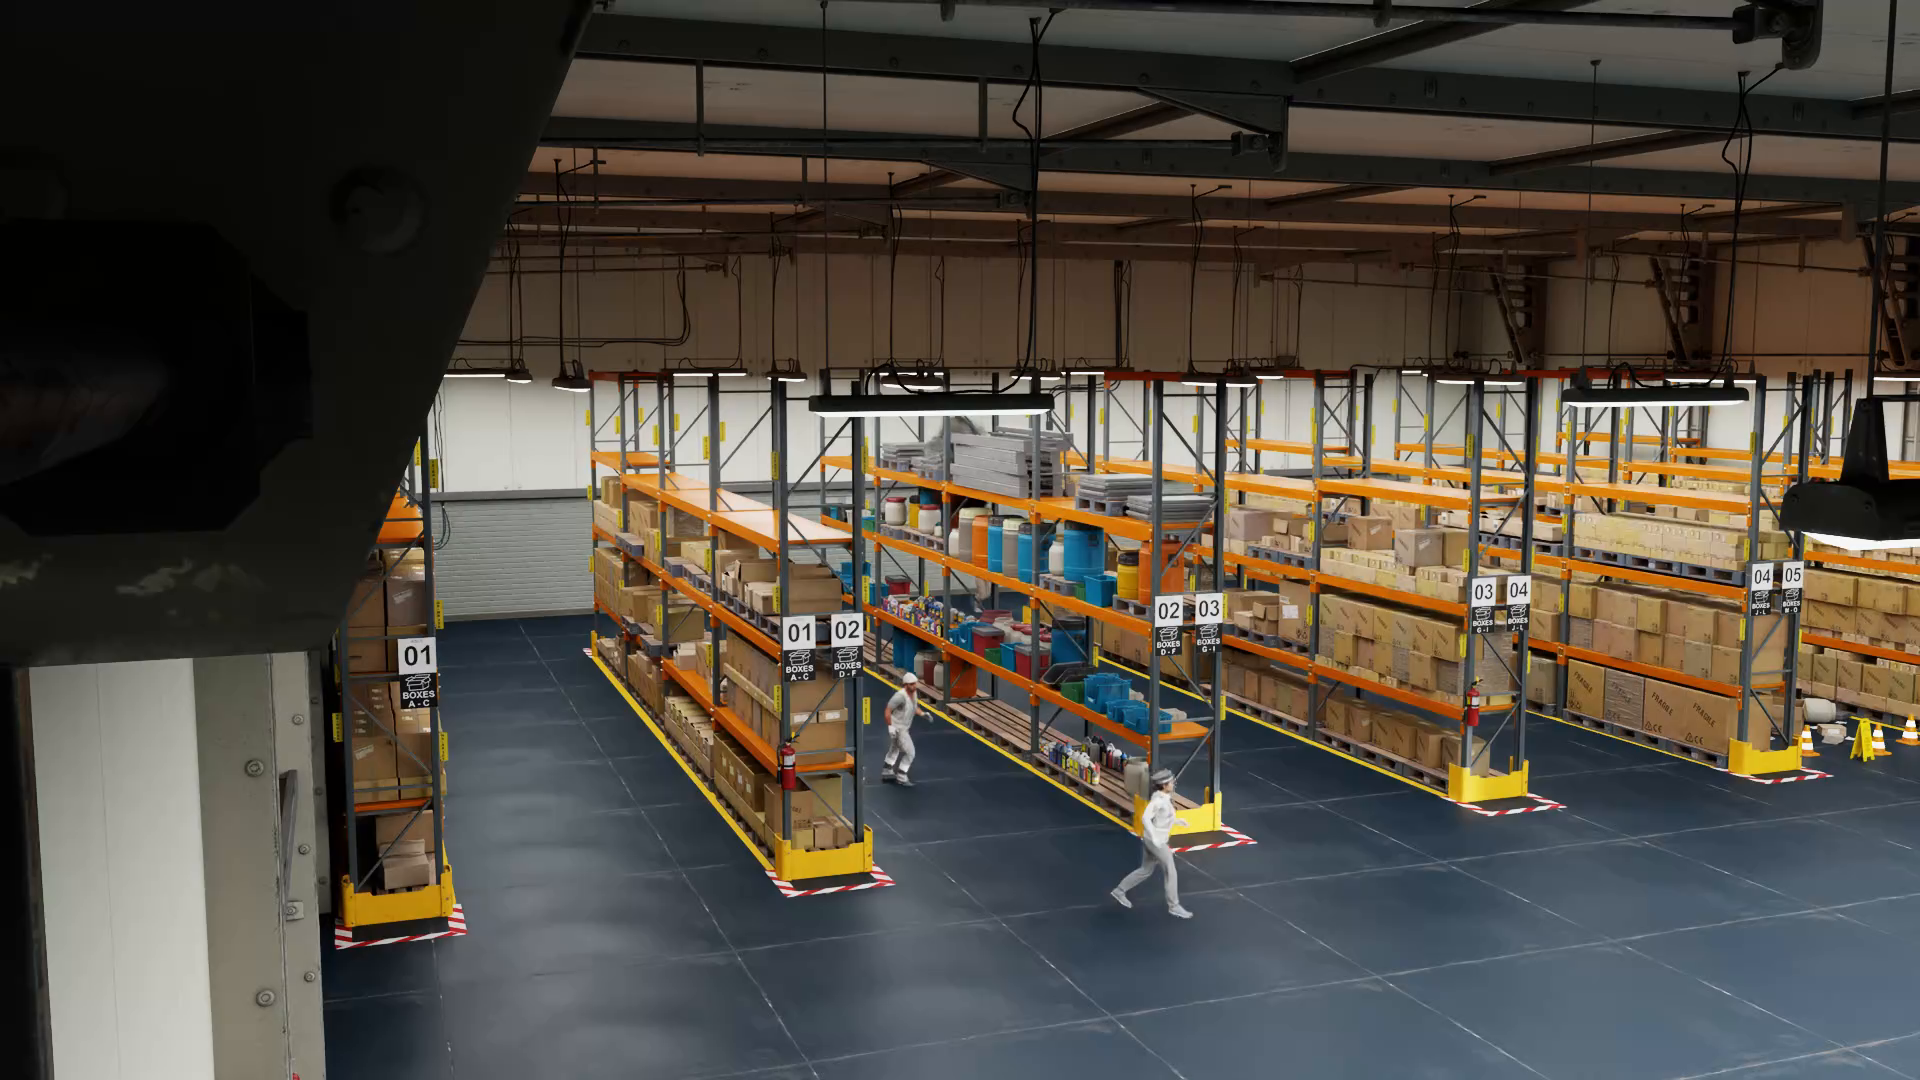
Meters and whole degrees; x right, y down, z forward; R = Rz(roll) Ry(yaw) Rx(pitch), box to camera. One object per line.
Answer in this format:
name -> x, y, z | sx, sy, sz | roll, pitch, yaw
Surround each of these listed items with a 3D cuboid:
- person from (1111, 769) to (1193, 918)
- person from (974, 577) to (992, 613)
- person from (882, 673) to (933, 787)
person -> 2.185, 3.409, 18.725 | 0.893, 1.685, 0.583 | 0, 6, 1
person -> 0.702, 1.062, 40.808 | 0.831, 1.458, 0.689 | 5, 8, 37
person -> -0.809, 2.781, 24.448 | 0.843, 1.737, 0.672 | 2, 7, 16
